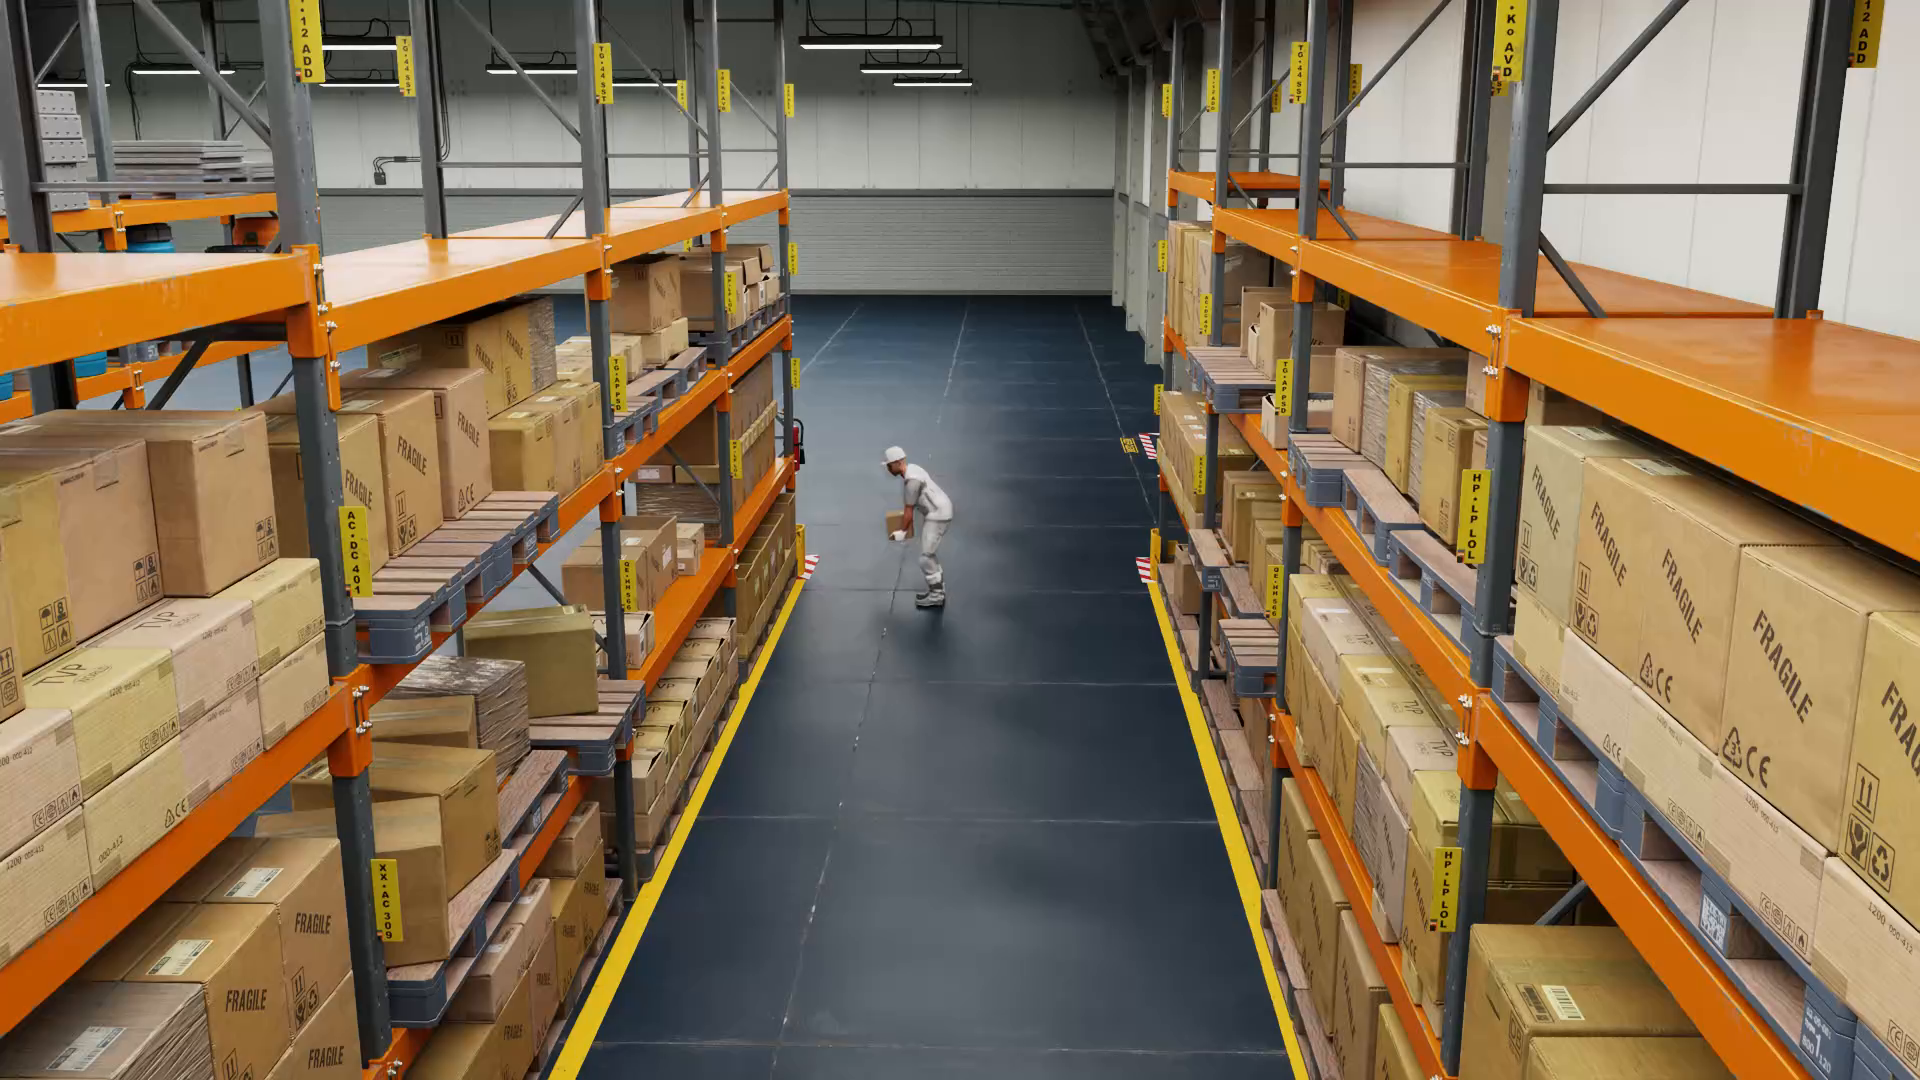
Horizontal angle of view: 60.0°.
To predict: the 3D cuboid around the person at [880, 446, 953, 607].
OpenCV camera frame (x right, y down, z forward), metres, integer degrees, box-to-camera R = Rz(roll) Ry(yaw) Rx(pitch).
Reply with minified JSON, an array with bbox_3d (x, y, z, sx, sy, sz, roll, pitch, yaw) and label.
[{"bbox_3d":[-0.439,-0.149,16.889,0.739,1.628,0.492,0,14,0],"label":"person"}]
